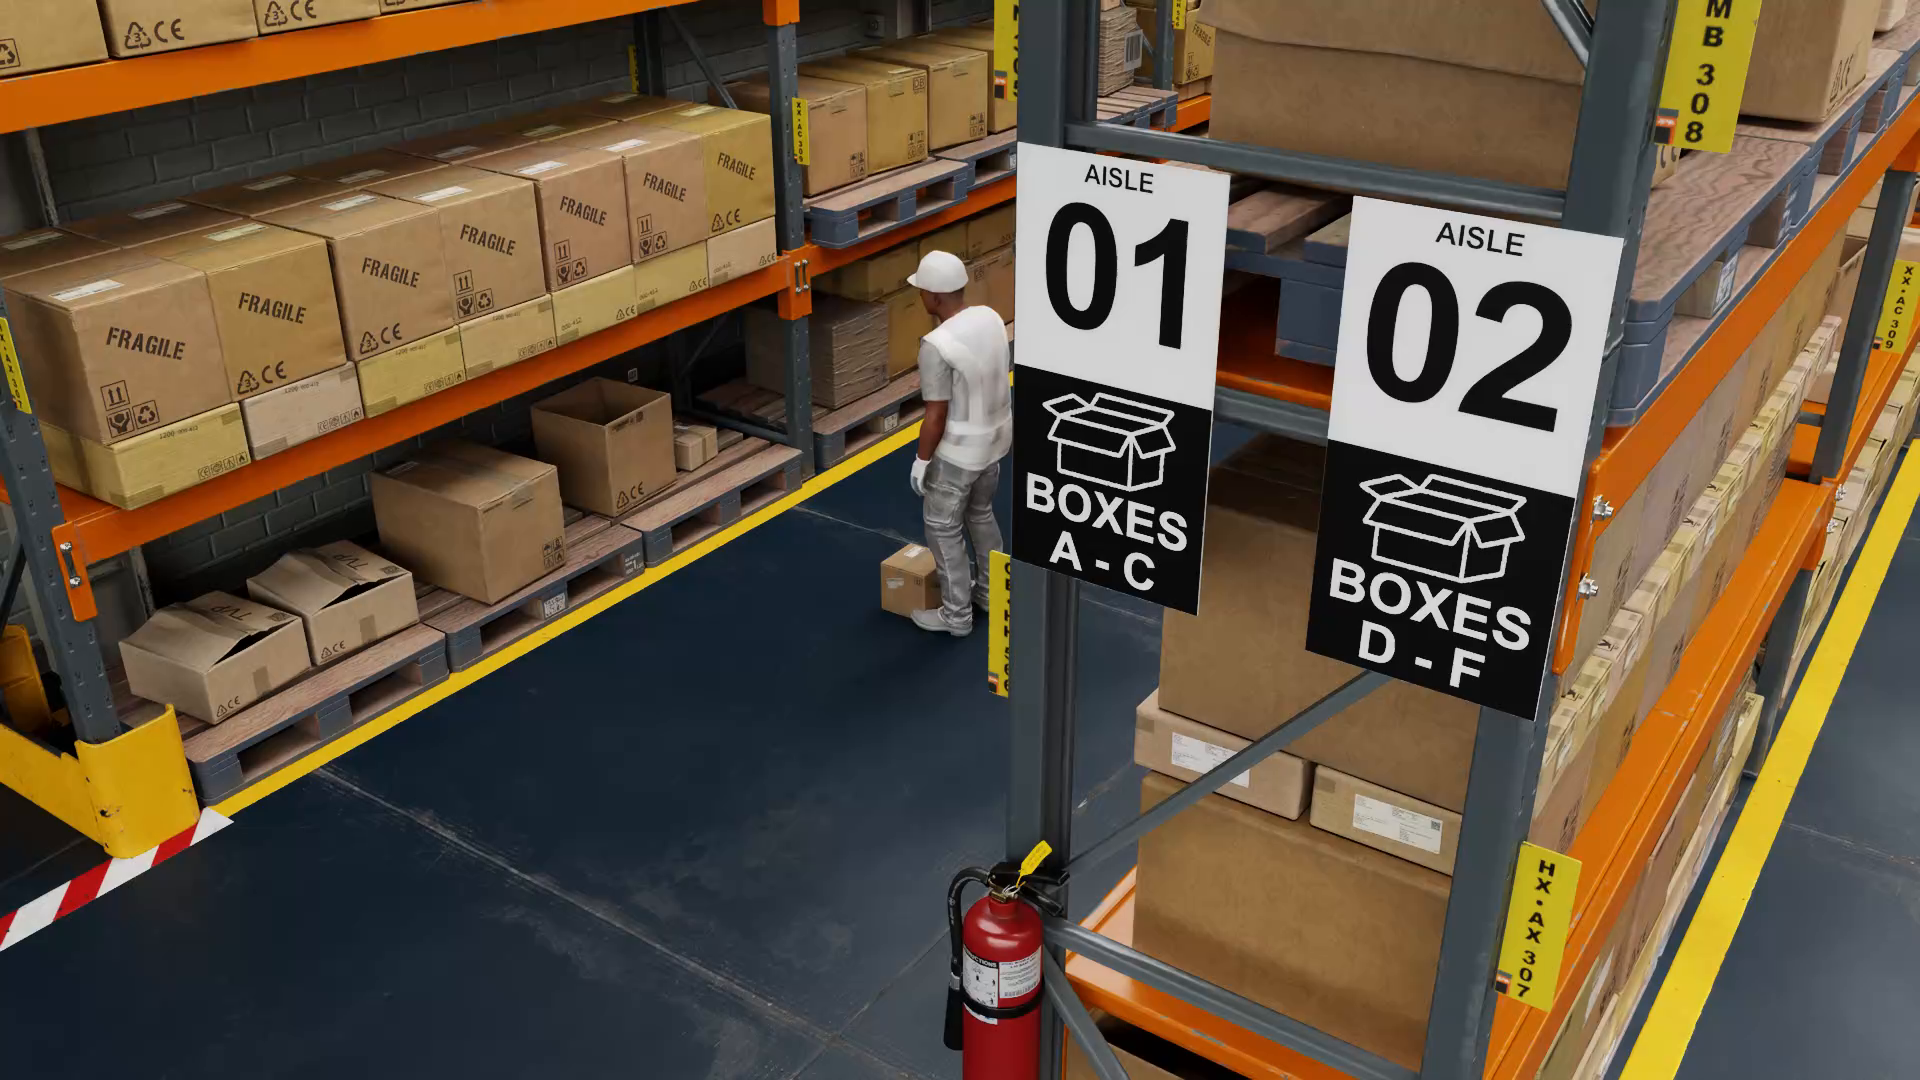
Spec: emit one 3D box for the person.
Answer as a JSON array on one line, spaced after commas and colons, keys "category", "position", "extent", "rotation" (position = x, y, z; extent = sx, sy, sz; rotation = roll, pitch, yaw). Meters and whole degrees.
[{"category": "person", "position": [-0.009, -0.425, 7.448], "extent": [0.454, 1.774, 0.624], "rotation": [17, 31, 30]}]
